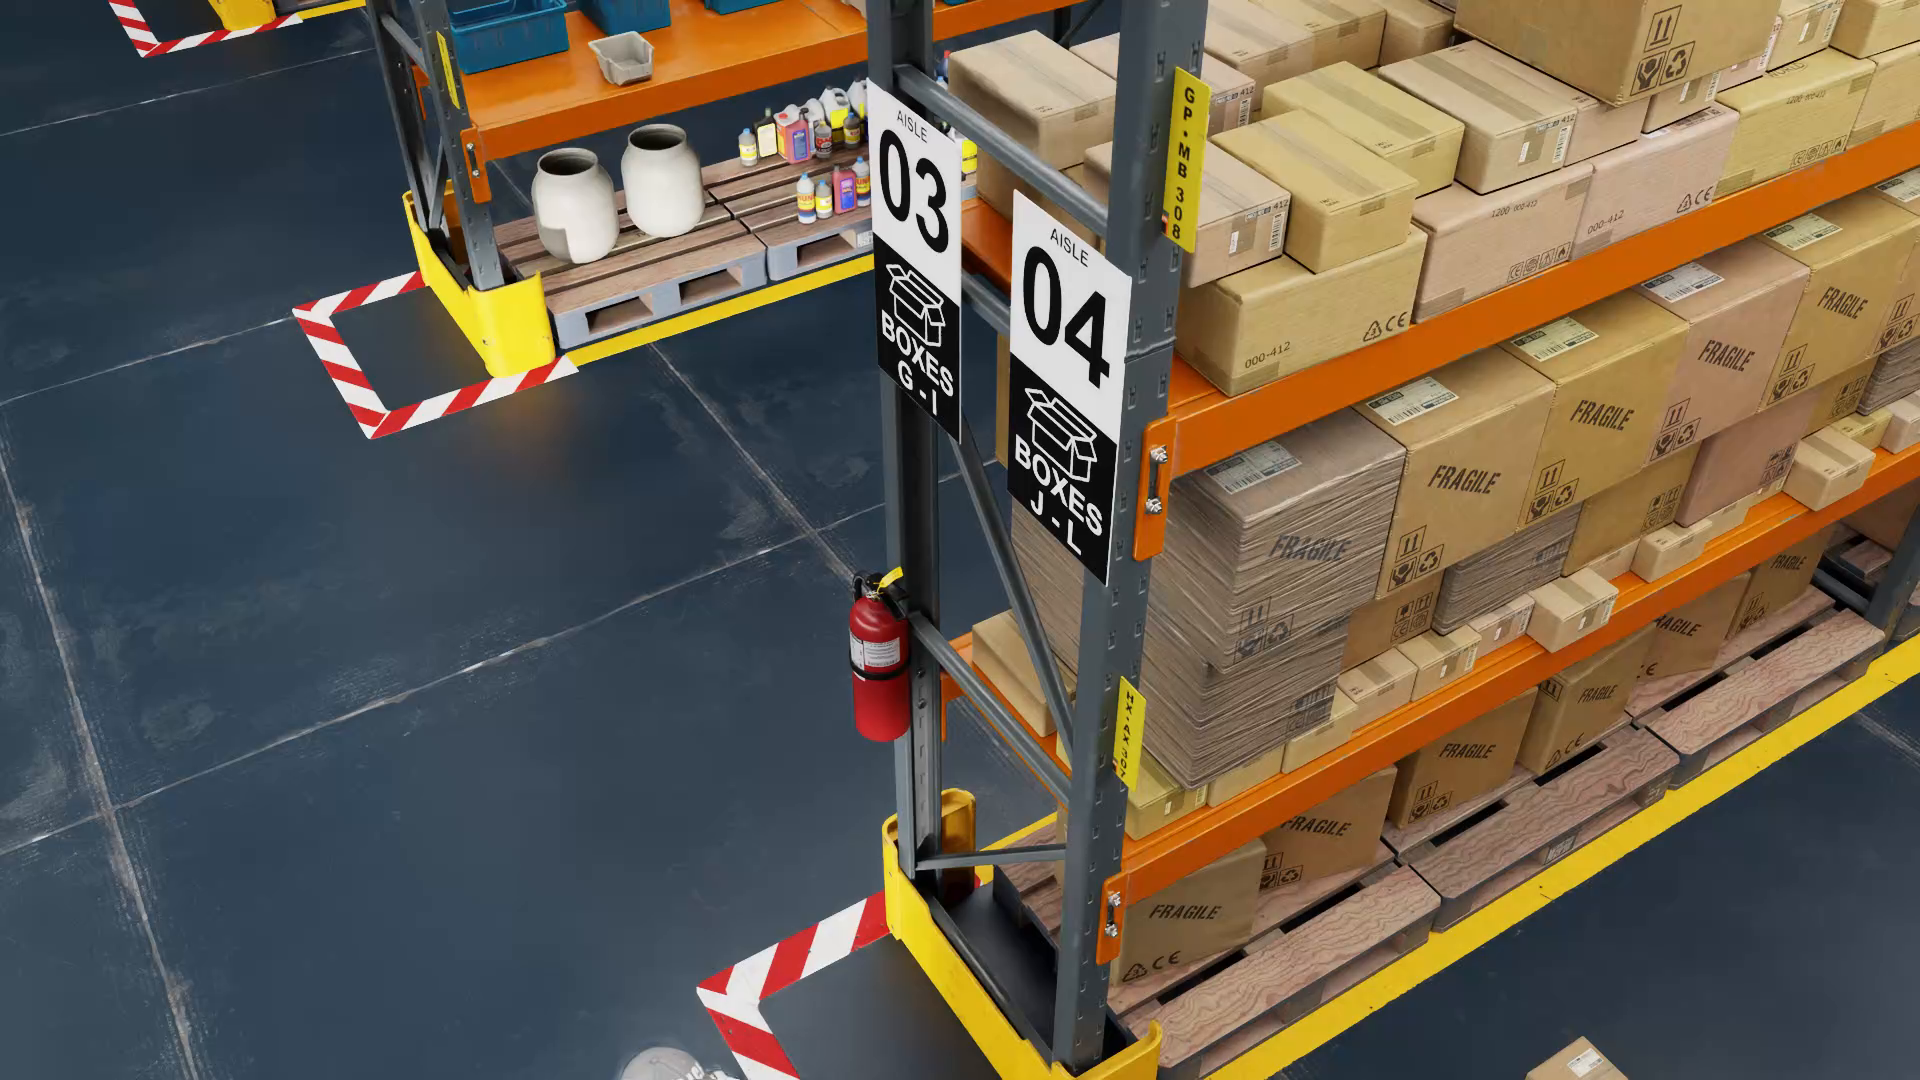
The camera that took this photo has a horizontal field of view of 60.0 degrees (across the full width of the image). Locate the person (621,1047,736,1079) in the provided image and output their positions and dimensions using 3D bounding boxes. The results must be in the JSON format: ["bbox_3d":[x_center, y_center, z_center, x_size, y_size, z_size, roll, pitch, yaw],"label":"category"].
[{"bbox_3d":[-0.652,1.760,4.108,0.504,1.642,0.590,-25,47,-26],"label":"person"}]
